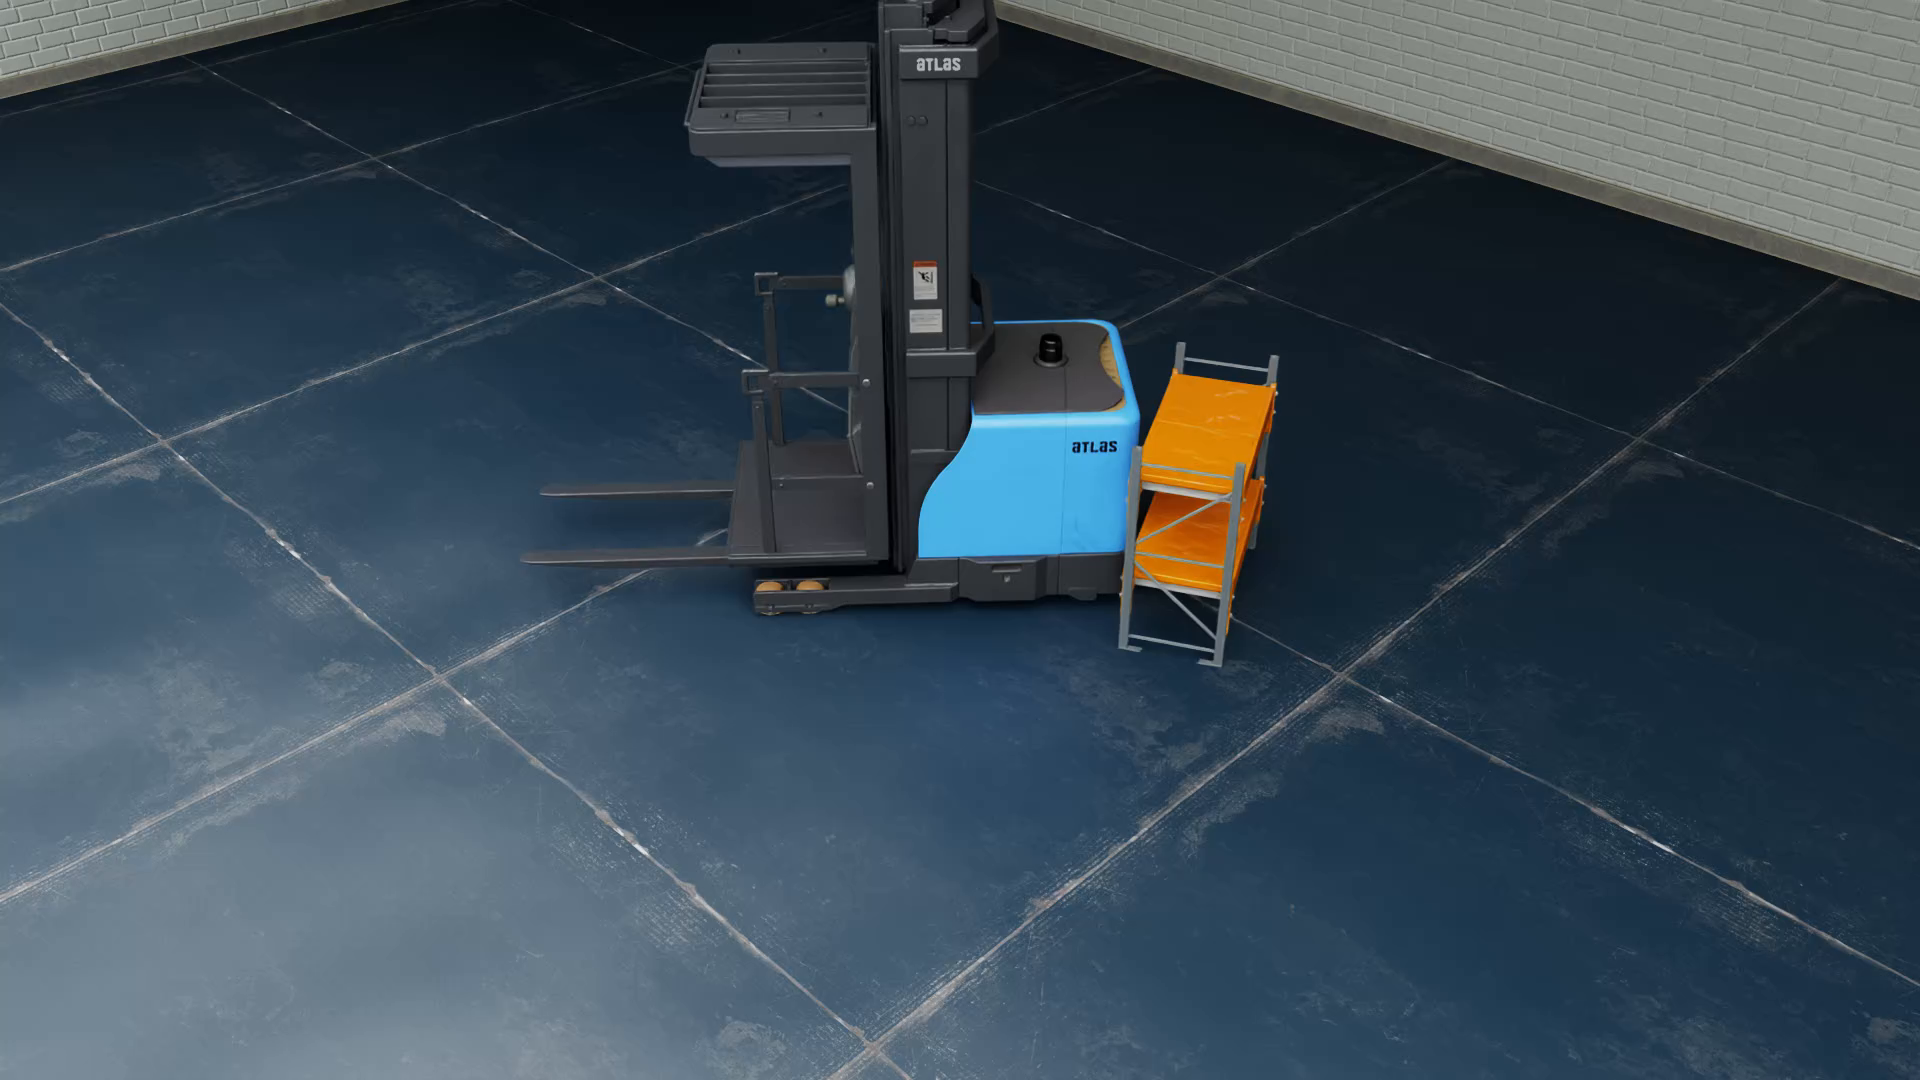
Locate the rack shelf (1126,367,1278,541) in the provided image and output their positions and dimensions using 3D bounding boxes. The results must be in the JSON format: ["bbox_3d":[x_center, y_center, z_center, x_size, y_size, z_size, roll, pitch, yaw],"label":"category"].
[{"bbox_3d":[1.154,-0.425,7.855,0.538,0.278,1.000,10,36,14],"label":"rack shelf"}]

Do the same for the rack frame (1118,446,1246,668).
[{"bbox_3d":[1.005,0.093,7.624,0.500,1.125,0.032,10,36,14],"label":"rack frame"}]

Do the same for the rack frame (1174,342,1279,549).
[{"bbox_3d":[1.303,-0.463,8.421,0.500,1.125,0.032,10,36,14],"label":"rack frame"}]

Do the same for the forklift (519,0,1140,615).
[{"bbox_3d":[-0.676,-1.142,7.815,3.031,2.935,1.130,-1,35,-2],"label":"forklift"}]

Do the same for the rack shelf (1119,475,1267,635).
[{"bbox_3d":[1.154,0.016,8.162,0.538,0.278,1.000,10,36,14],"label":"rack shelf"}]

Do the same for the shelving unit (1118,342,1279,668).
[{"bbox_3d":[1.154,-0.185,8.022,0.538,1.125,1.048,10,36,14],"label":"shelving unit"}]
